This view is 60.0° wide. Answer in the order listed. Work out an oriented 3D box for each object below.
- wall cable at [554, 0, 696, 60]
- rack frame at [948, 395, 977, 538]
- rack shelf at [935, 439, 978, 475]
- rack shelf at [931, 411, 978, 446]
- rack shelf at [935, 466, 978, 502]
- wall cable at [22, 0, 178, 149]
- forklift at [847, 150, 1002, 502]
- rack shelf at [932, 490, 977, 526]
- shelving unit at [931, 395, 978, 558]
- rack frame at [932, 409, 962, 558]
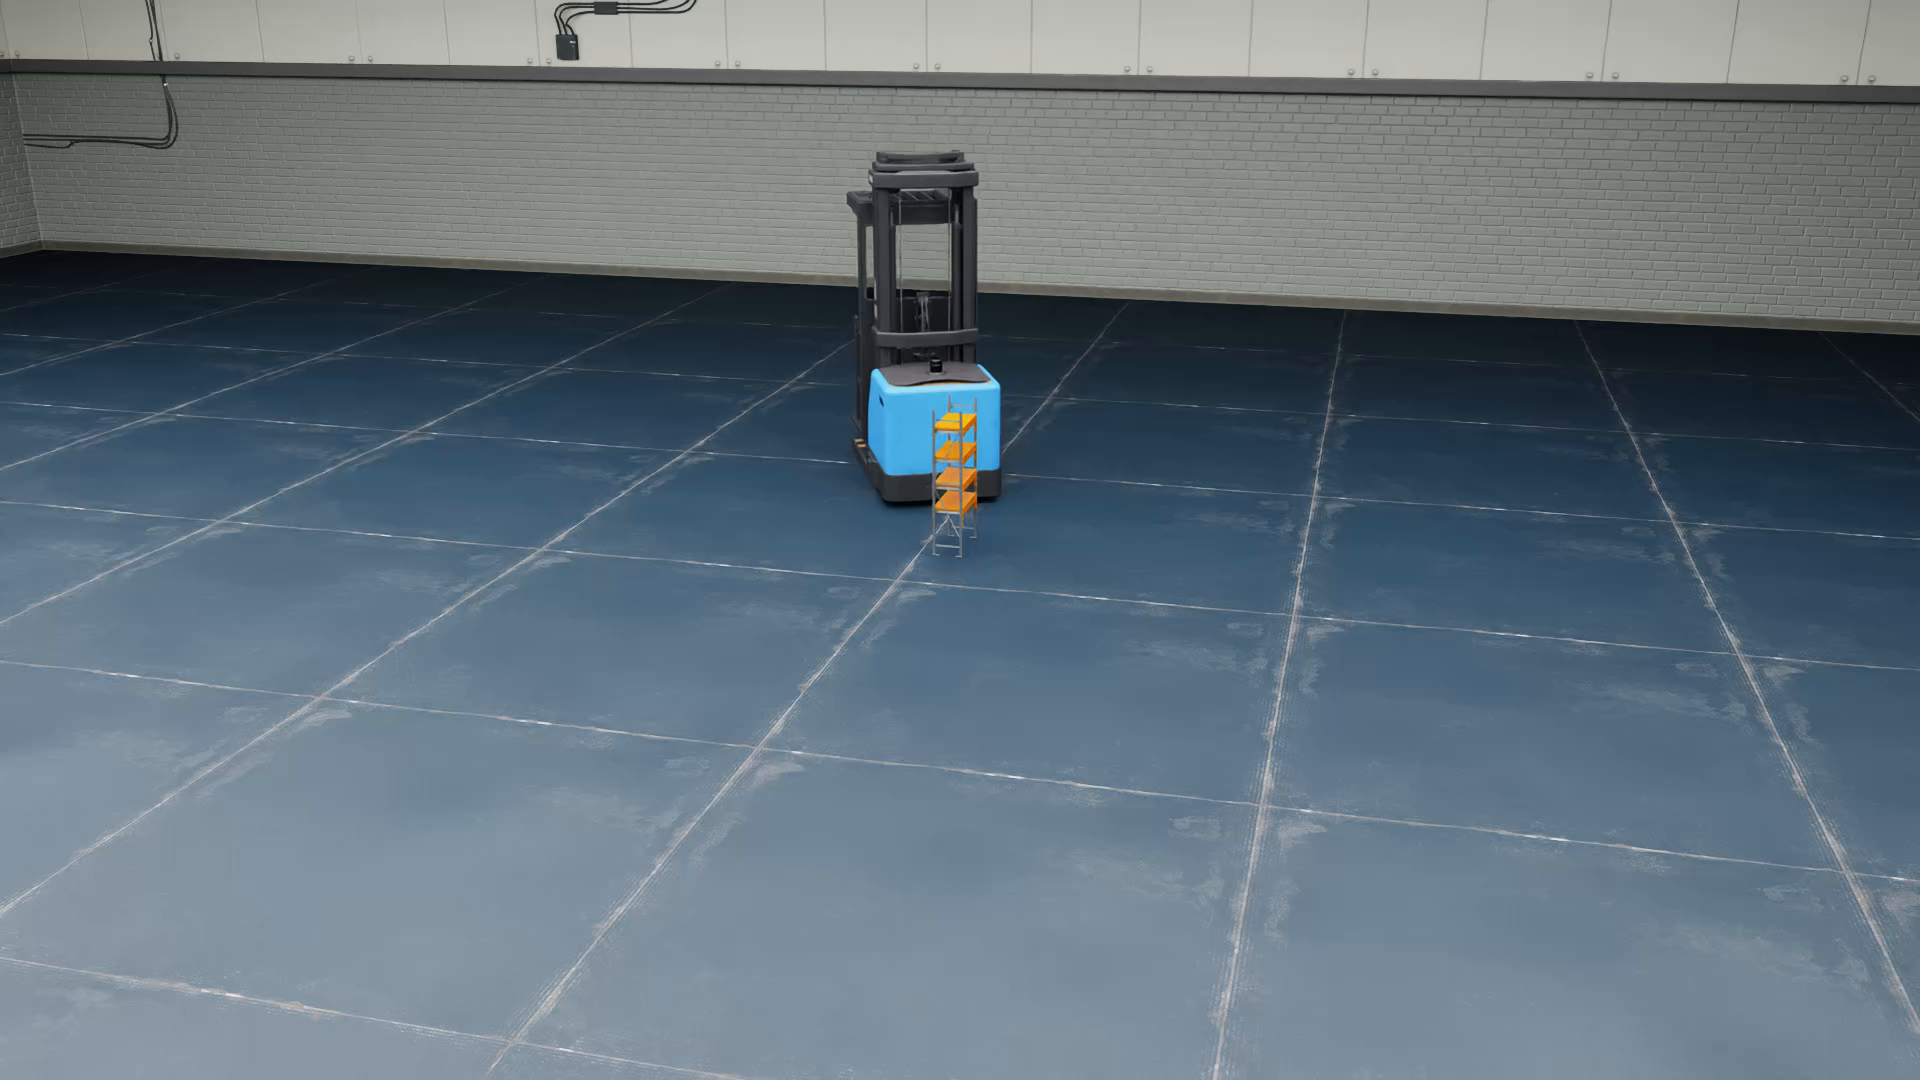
[{"bbox_3d":[-4.846,-9.887,23.451,2.305,6.003,0.169,5,19,13],"label":"wall cable"},{"bbox_3d":[0.019,-0.592,13.566,0.240,1.200,0.015,5,19,13],"label":"rack frame"},{"bbox_3d":[-0.040,-0.664,13.291,0.258,0.148,0.480,5,19,13],"label":"rack shelf"},{"bbox_3d":[-0.040,-0.888,13.215,0.258,0.148,0.480,5,19,13],"label":"rack shelf"},{"bbox_3d":[-0.040,-0.452,13.363,0.258,0.148,0.480,5,19,13],"label":"rack shelf"},{"bbox_3d":[-14.048,-7.563,26.712,3.097,2.526,0.112,5,19,13],"label":"wall cable"},{"bbox_3d":[-0.434,-2.155,15.461,1.130,2.935,3.031,-4,19,-11],"label":"forklift"},{"bbox_3d":[-0.040,-0.264,13.428,0.258,0.148,0.480,5,19,13],"label":"rack shelf"},{"bbox_3d":[-0.040,-0.516,13.342,0.258,1.200,0.503,5,19,13],"label":"shelving unit"},{"bbox_3d":[-0.100,-0.439,13.118,0.240,1.200,0.015,5,19,13],"label":"rack frame"}]
